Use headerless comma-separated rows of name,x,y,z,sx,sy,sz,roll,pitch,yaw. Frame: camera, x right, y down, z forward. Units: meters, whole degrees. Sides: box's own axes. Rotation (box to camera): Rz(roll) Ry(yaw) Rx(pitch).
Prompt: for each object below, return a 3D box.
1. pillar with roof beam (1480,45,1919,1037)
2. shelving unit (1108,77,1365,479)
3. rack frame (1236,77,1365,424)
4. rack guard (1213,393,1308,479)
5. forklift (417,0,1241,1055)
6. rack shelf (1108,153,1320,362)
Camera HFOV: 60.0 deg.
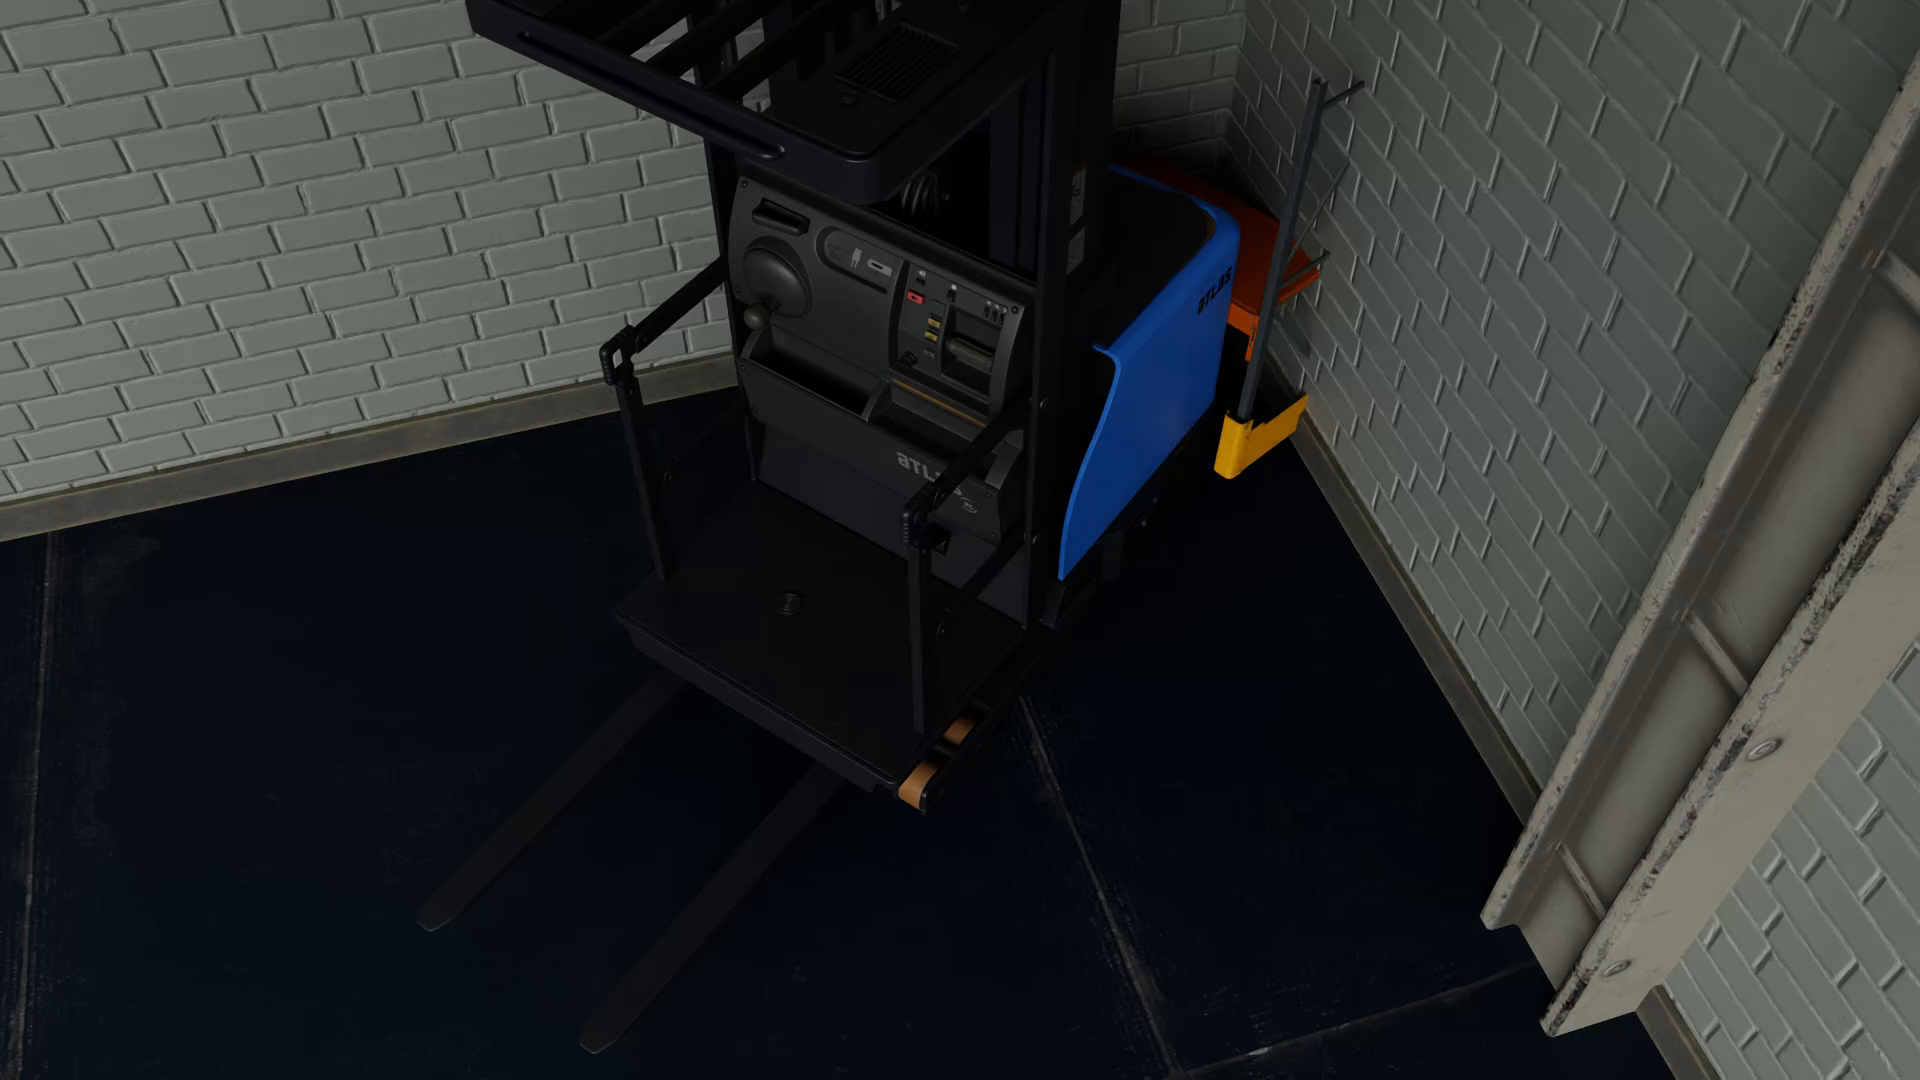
pillar with roof beam,-2.399,-0.732,0.481,9.100,9.000,0.400,-13,51,-11
shelving unit,0.798,-1.157,5.657,1.083,1.500,0.587,36,53,28
rack frame,1.154,-0.897,5.424,0.032,1.500,0.500,36,53,28
rack guard,1.119,-0.456,5.866,0.087,0.250,0.587,36,53,28
forklift,-0.357,-0.555,4.301,1.130,2.935,3.031,28,55,22
rack shelf,0.781,-1.035,5.789,1.000,0.185,0.538,36,53,28
